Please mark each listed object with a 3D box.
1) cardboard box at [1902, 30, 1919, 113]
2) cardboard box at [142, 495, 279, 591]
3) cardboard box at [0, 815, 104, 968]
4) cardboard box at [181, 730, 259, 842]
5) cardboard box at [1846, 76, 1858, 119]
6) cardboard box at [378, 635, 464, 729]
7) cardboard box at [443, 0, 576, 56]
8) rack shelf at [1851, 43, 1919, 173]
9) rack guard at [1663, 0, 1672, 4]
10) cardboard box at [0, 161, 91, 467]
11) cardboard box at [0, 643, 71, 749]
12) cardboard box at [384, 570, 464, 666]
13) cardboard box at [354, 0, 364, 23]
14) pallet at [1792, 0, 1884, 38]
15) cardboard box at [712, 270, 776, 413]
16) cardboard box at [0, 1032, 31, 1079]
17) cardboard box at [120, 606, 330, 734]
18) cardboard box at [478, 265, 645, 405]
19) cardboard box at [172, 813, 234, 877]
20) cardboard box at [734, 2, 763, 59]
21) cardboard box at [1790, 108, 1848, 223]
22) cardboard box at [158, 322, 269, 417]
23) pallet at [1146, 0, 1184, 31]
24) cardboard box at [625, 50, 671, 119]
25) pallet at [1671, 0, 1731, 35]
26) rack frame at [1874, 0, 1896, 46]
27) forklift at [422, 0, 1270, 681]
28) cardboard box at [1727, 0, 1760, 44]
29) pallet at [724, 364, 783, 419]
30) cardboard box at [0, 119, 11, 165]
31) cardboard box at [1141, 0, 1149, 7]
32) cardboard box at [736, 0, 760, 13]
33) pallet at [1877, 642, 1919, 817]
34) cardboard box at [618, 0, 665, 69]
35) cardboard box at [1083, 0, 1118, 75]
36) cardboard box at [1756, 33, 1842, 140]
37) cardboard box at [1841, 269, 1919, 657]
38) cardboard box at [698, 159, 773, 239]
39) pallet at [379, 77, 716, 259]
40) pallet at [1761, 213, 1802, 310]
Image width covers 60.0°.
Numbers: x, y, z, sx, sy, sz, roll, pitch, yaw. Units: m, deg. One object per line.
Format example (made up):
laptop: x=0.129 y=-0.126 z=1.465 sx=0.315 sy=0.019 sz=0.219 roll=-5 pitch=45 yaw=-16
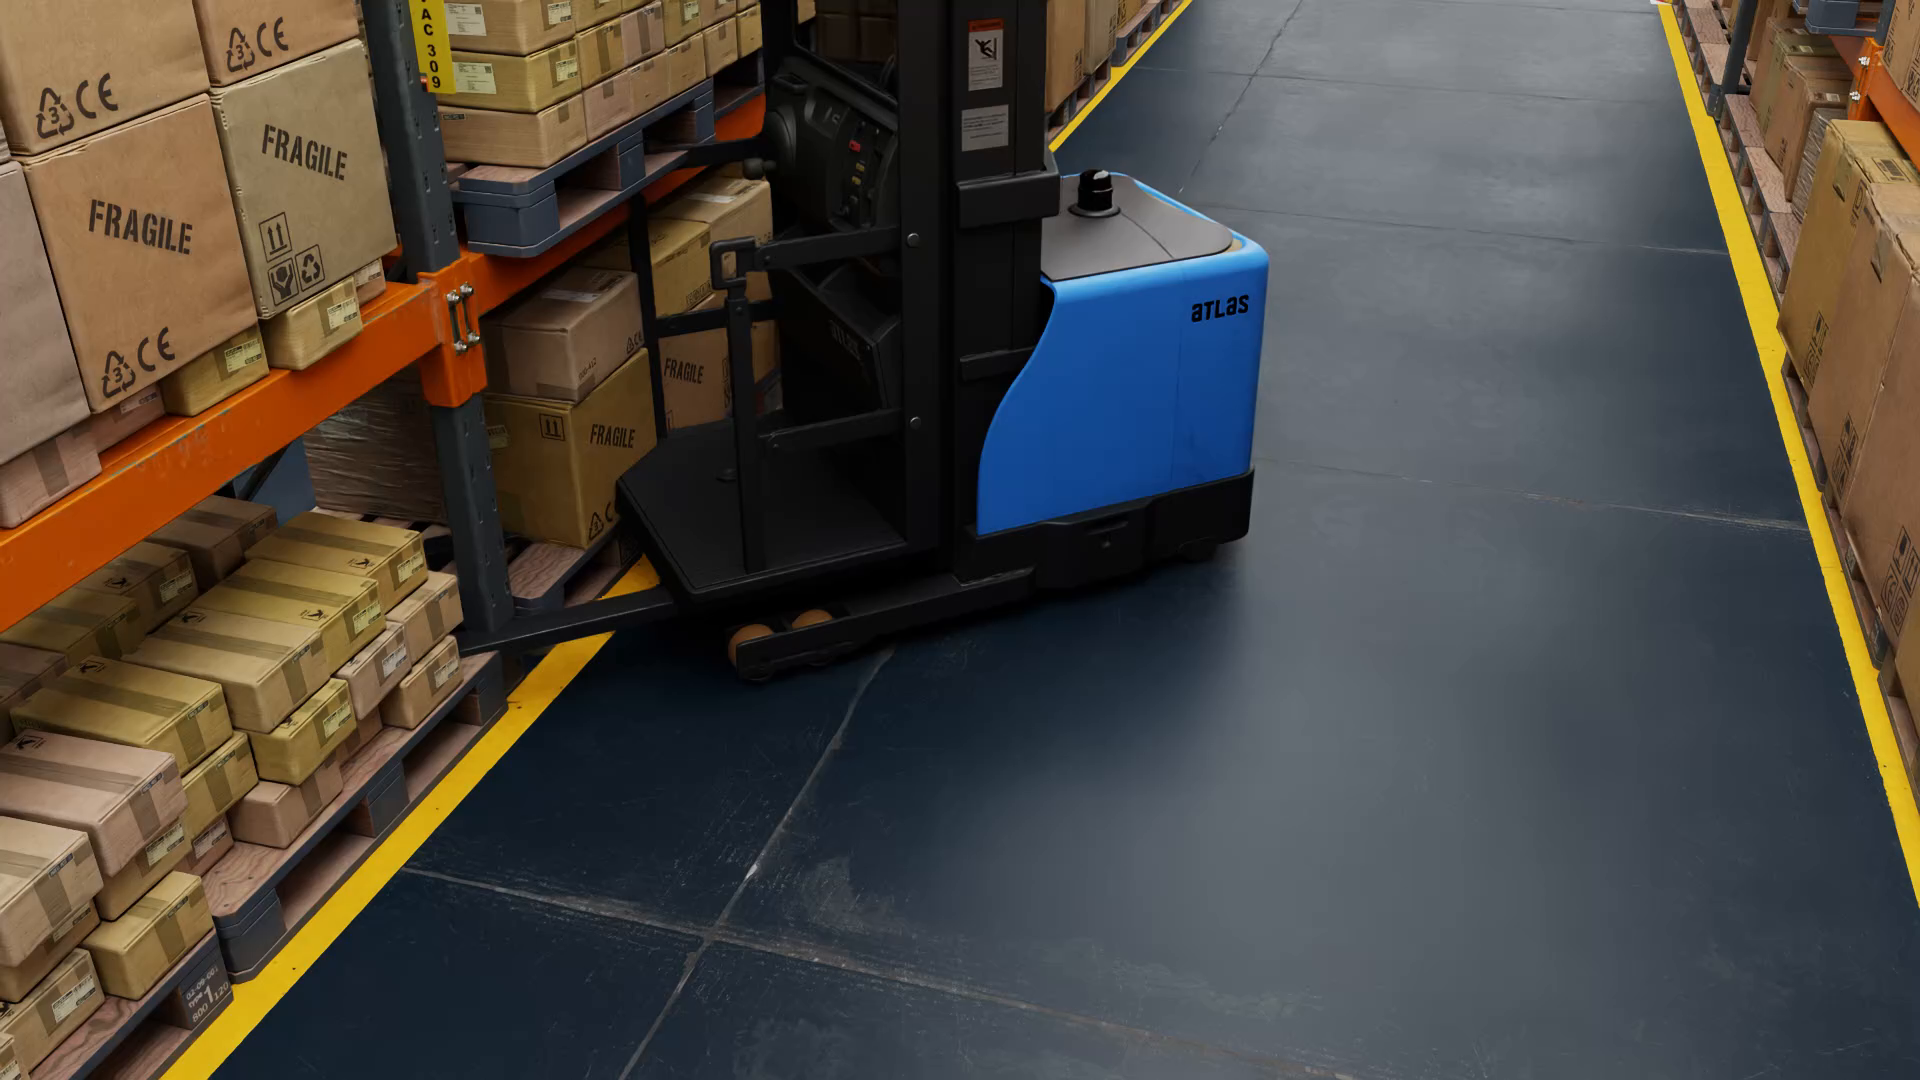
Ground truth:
cardboard box: x=3.532 y=-1.658 z=5.542 sx=0.500 sy=0.500 sz=0.500 roll=8 pitch=30 yaw=14
cardboard box: x=-2.101 y=-0.004 z=4.561 sx=0.380 sy=0.149 sz=0.250 roll=10 pitch=31 yaw=17
cardboard box: x=-1.970 y=0.684 z=3.323 sx=0.380 sy=0.149 sz=0.250 roll=7 pitch=30 yaw=13
cardboard box: x=-1.887 y=0.544 z=3.881 sx=0.380 sy=0.149 sz=0.250 roll=9 pitch=30 yaw=15
cardboard box: x=4.398 y=-2.032 z=7.665 sx=0.500 sy=0.250 sz=0.500 roll=12 pitch=31 yaw=20
cardboard box: x=-1.592 y=0.356 z=4.525 sx=0.380 sy=0.149 sz=0.250 roll=9 pitch=30 yaw=16
cardboard box: x=-1.247 y=-1.388 z=4.374 sx=0.380 sy=0.149 sz=0.250 roll=10 pitch=31 yaw=17
rack shelf: x=3.497 y=-0.797 z=4.838 sx=1.077 sy=0.370 sz=4.000 roll=8 pitch=30 yaw=15
rack guard: x=6.410 y=-4.631 z=13.561 sx=1.175 sy=0.500 sz=0.348 roll=8 pitch=30 yaw=15
cardboard box: x=-1.975 y=-0.374 z=2.927 sx=0.500 sy=0.500 sz=0.500 roll=8 pitch=30 yaw=15
cardboard box: x=-2.321 y=0.364 z=3.898 sx=0.380 sy=0.149 sz=0.250 roll=8 pitch=30 yaw=14
cardboard box: x=-1.591 y=0.187 z=4.523 sx=0.380 sy=0.149 sz=0.250 roll=9 pitch=30 yaw=16
cardboard box: x=-1.871 y=-1.485 z=4.549 sx=0.380 sy=0.149 sz=0.250 roll=10 pitch=31 yaw=17
pallet: x=4.191 y=-2.304 z=7.003 sx=1.213 sy=0.211 sz=1.003 roll=8 pitch=30 yaw=15
cardboard box: x=-1.037 y=-0.825 z=6.287 sx=0.500 sy=0.500 sz=0.500 roll=9 pitch=30 yaw=16
cardboard box: x=-2.075 y=1.066 z=3.250 sx=0.380 sy=0.149 sz=0.250 roll=9 pitch=30 yaw=15
cardboard box: x=-1.761 y=0.309 z=3.998 sx=0.380 sy=0.149 sz=0.250 roll=8 pitch=30 yaw=14
cardboard box: x=-1.333 y=-0.662 z=5.222 sx=0.500 sy=0.250 sz=0.500 roll=7 pitch=30 yaw=13
cardboard box: x=-1.957 y=0.702 z=3.903 sx=0.380 sy=0.149 sz=0.250 roll=8 pitch=30 yaw=14
cardboard box: x=-0.869 y=-1.736 z=5.611 sx=0.380 sy=0.149 sz=0.250 roll=8 pitch=30 yaw=14
cardboard box: x=4.412 y=-1.715 z=7.866 sx=0.700 sy=0.500 sz=0.500 roll=6 pitch=30 yaw=11
cardboard box: x=-1.769 y=-0.410 z=3.660 sx=0.380 sy=0.149 sz=0.250 roll=10 pitch=31 yaw=17
pallet: x=1.200 y=-4.347 z=13.348 sx=1.003 sy=0.211 sz=1.213 roll=8 pitch=30 yaw=15
cardboard box: x=-1.094 y=-1.374 z=4.960 sx=0.380 sy=0.149 sz=0.250 roll=9 pitch=30 yaw=15
pallet: x=6.137 y=-4.133 z=12.962 sx=1.003 sy=0.211 sz=1.213 roll=8 pitch=30 yaw=15
rack frame: x=4.084 y=-2.041 z=6.334 sx=1.000 sy=3.000 sz=0.127 roll=8 pitch=30 yaw=15
forklift: x=-0.571 y=-1.151 z=4.805 sx=3.031 sy=2.935 sz=1.130 roll=-13 pitch=32 yaw=-22
cardboard box: x=5.682 y=-3.738 z=11.524 sx=0.500 sy=0.500 sz=0.500 roll=6 pitch=30 yaw=10
pallet: x=-1.219 y=-0.649 z=6.700 sx=1.003 sy=0.211 sz=1.213 roll=8 pitch=30 yaw=15
cardboard box: x=-1.992 y=-0.814 z=2.690 sx=0.500 sy=0.500 sz=0.500 roll=9 pitch=30 yaw=16
cardboard box: x=1.059 y=-4.612 z=12.708 sx=0.875 sy=0.875 sz=0.875 roll=9 pitch=30 yaw=15
cardboard box: x=-0.866 y=-1.869 z=5.544 sx=0.380 sy=0.149 sz=0.250 roll=8 pitch=30 yaw=14
pallet: x=3.064 y=0.667 z=4.334 sx=1.003 sy=0.211 sz=1.213 roll=8 pitch=30 yaw=15
cardboard box: x=-1.097 y=-1.499 z=4.879 sx=0.380 sy=0.149 sz=0.250 roll=9 pitch=30 yaw=16
cardboard box: x=0.450 y=-3.554 z=10.935 sx=1.050 sy=0.750 sz=0.750 roll=8 pitch=30 yaw=15
cardboard box: x=4.899 y=-2.499 z=9.275 sx=0.700 sy=0.500 sz=0.500 roll=8 pitch=30 yaw=15
cardboard box: x=3.340 y=-0.153 z=4.693 sx=1.225 sy=0.875 sz=0.875 roll=7 pitch=30 yaw=13
cardboard box: x=-0.880 y=-1.389 z=6.530 sx=0.500 sy=0.250 sz=0.500 roll=9 pitch=30 yaw=16
pallet: x=-1.439 y=-1.188 z=4.997 sx=1.003 sy=0.211 sz=1.213 roll=8 pitch=30 yaw=15
pallet: x=4.315 y=-1.186 z=7.664 sx=1.003 sy=0.211 sz=1.213 roll=8 pitch=30 yaw=15
